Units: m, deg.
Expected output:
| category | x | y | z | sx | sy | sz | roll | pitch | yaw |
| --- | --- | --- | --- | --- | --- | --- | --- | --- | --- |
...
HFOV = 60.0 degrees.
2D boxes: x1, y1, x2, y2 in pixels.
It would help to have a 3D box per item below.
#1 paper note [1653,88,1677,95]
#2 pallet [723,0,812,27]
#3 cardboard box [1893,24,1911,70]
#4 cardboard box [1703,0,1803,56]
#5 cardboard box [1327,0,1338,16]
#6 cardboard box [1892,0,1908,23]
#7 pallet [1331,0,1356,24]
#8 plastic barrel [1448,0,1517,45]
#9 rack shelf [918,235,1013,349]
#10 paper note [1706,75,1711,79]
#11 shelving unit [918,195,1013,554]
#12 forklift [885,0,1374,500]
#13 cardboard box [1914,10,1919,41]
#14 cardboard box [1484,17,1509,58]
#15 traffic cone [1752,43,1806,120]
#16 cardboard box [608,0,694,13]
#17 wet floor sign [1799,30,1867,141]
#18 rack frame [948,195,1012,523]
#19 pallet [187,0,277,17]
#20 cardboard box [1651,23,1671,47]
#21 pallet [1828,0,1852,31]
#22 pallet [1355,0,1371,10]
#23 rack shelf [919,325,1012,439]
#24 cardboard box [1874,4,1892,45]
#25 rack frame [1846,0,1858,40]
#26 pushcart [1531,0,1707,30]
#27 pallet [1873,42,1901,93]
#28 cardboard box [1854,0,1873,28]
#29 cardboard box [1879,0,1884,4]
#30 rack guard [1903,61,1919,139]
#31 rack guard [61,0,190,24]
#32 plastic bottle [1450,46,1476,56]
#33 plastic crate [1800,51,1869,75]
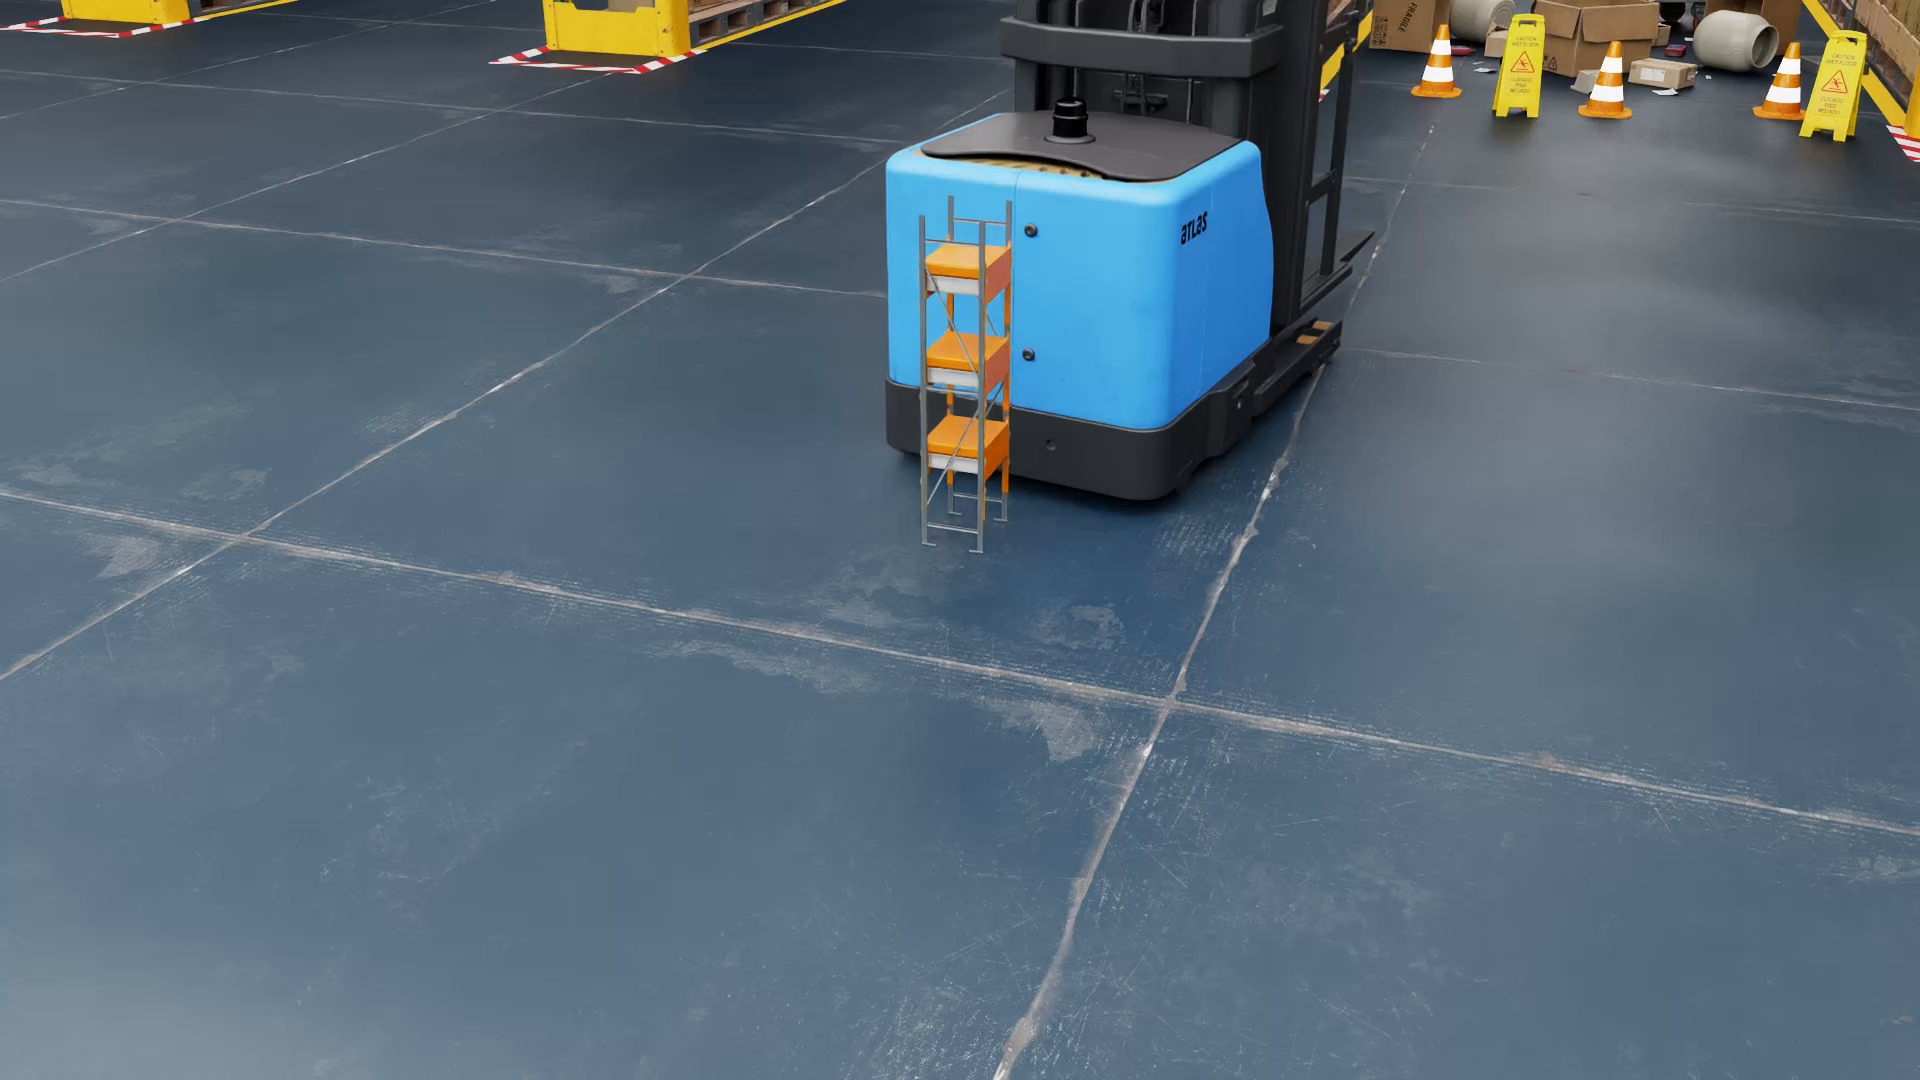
| category | x | y | z | sx | sy | sz | roll | pitch | yaw |
| --- | --- | --- | --- | --- | --- | --- | --- | --- | --- |
| paper note | 5.005 | -3.177 | 11.777 | 0.148 | 0.019 | 0.142 | 0 | 26 | -1 |
| pallet | -2.041 | -4.878 | 15.082 | 1.003 | 0.211 | 1.213 | 9 | 27 | 17 |
| cardboard box | 6.763 | -3.371 | 11.443 | 0.500 | 0.250 | 0.500 | 9 | 27 | 18 |
| cardboard box | 6.259 | -4.113 | 13.168 | 0.500 | 0.500 | 0.500 | -14 | 29 | -27 |
| cardboard box | 2.626 | -4.770 | 13.615 | 0.875 | 0.875 | 0.875 | 9 | 27 | 18 |
| cardboard box | 6.933 | -3.914 | 11.704 | 0.500 | 0.500 | 0.500 | 8 | 27 | 16 |
| pallet | 2.870 | -4.600 | 14.509 | 1.003 | 0.211 | 1.213 | 9 | 27 | 17 |
| plastic barrel | 4.266 | -4.308 | 13.662 | 0.421 | 0.421 | 0.512 | -14 | 29 | -27 |
| rack shelf | 0.018 | -0.740 | 4.948 | 0.215 | 0.259 | 0.240 | 9 | 27 | 17 |
| paper note | 5.549 | -3.433 | 12.329 | 0.032 | 0.001 | 0.123 | 9 | 27 | 17 |
| shelving unit | 0.018 | -0.495 | 5.067 | 0.215 | 1.050 | 0.252 | 9 | 27 | 17 |
| forklift | 0.895 | -2.052 | 6.126 | 1.130 | 2.935 | 3.031 | 13 | 29 | 26 |
| cardboard box | 6.588 | -3.492 | 10.833 | 0.500 | 0.500 | 0.500 | 9 | 27 | 18 |
| cardboard box | 4.362 | -3.952 | 13.108 | 0.396 | 0.266 | 0.258 | 14 | 29 | 26 |
| traffic cone | 5.494 | -3.058 | 11.035 | 0.336 | 0.463 | 0.334 | 9 | 27 | 17 |
| cardboard box | -2.554 | -4.591 | 13.677 | 0.500 | 0.500 | 0.500 | 14 | 29 | 27 |
| wet floor sign | 5.495 | -2.854 | 10.403 | 0.267 | 0.644 | 0.232 | 20 | 32 | 35 |
| rack frame | 0.058 | -0.545 | 5.170 | 0.200 | 1.050 | 0.008 | 9 | 27 | 17 |
| pallet | -7.192 | -5.108 | 15.557 | 1.003 | 0.211 | 1.213 | 9 | 27 | 17 |
| cardboard box | 5.604 | -4.226 | 13.673 | 0.258 | 0.266 | 0.396 | -9 | 27 | -18 |
| pallet | 8.156 | -4.545 | 14.395 | 1.003 | 0.211 | 1.213 | 9 | 27 | 17 |
| pallet | 3.383 | -5.229 | 15.808 | 1.003 | 0.211 | 1.213 | 9 | 27 | 17 |
| rack shelf | 0.018 | -0.485 | 5.071 | 0.215 | 0.259 | 0.240 | 9 | 27 | 17 |
| cardboard box | 7.107 | -3.789 | 12.306 | 0.500 | 0.250 | 0.500 | 8 | 27 | 17 |
| rack frame | 7.899 | -5.480 | 13.126 | 1.000 | 3.000 | 0.127 | 9 | 27 | 17 |
| pushcart | 5.732 | -4.610 | 14.338 | 1.648 | 0.377 | 0.936 | 0 | 26 | -1 |
| pallet | 7.304 | -3.441 | 12.114 | 1.003 | 0.211 | 1.213 | 9 | 27 | 17 |
| cardboard box | 7.448 | -4.228 | 13.214 | 0.500 | 0.250 | 0.500 | 7 | 27 | 15 |
| cardboard box | 7.281 | -4.344 | 12.593 | 0.500 | 0.500 | 0.500 | 10 | 28 | 20 |
| rack guard | 6.593 | -2.742 | 10.340 | 1.175 | 0.500 | 0.348 | 9 | 27 | 17 |
| rack guard | -7.467 | -4.905 | 14.806 | 1.175 | 0.500 | 0.348 | 9 | 27 | 17 |
| plastic bottle | 3.940 | -3.887 | 13.209 | 0.283 | 0.061 | 0.133 | 0 | 26 | -1 |
| plastic crate | 6.603 | -3.640 | 12.675 | 0.402 | 0.080 | 0.583 | 0 | 26 | -1 |
